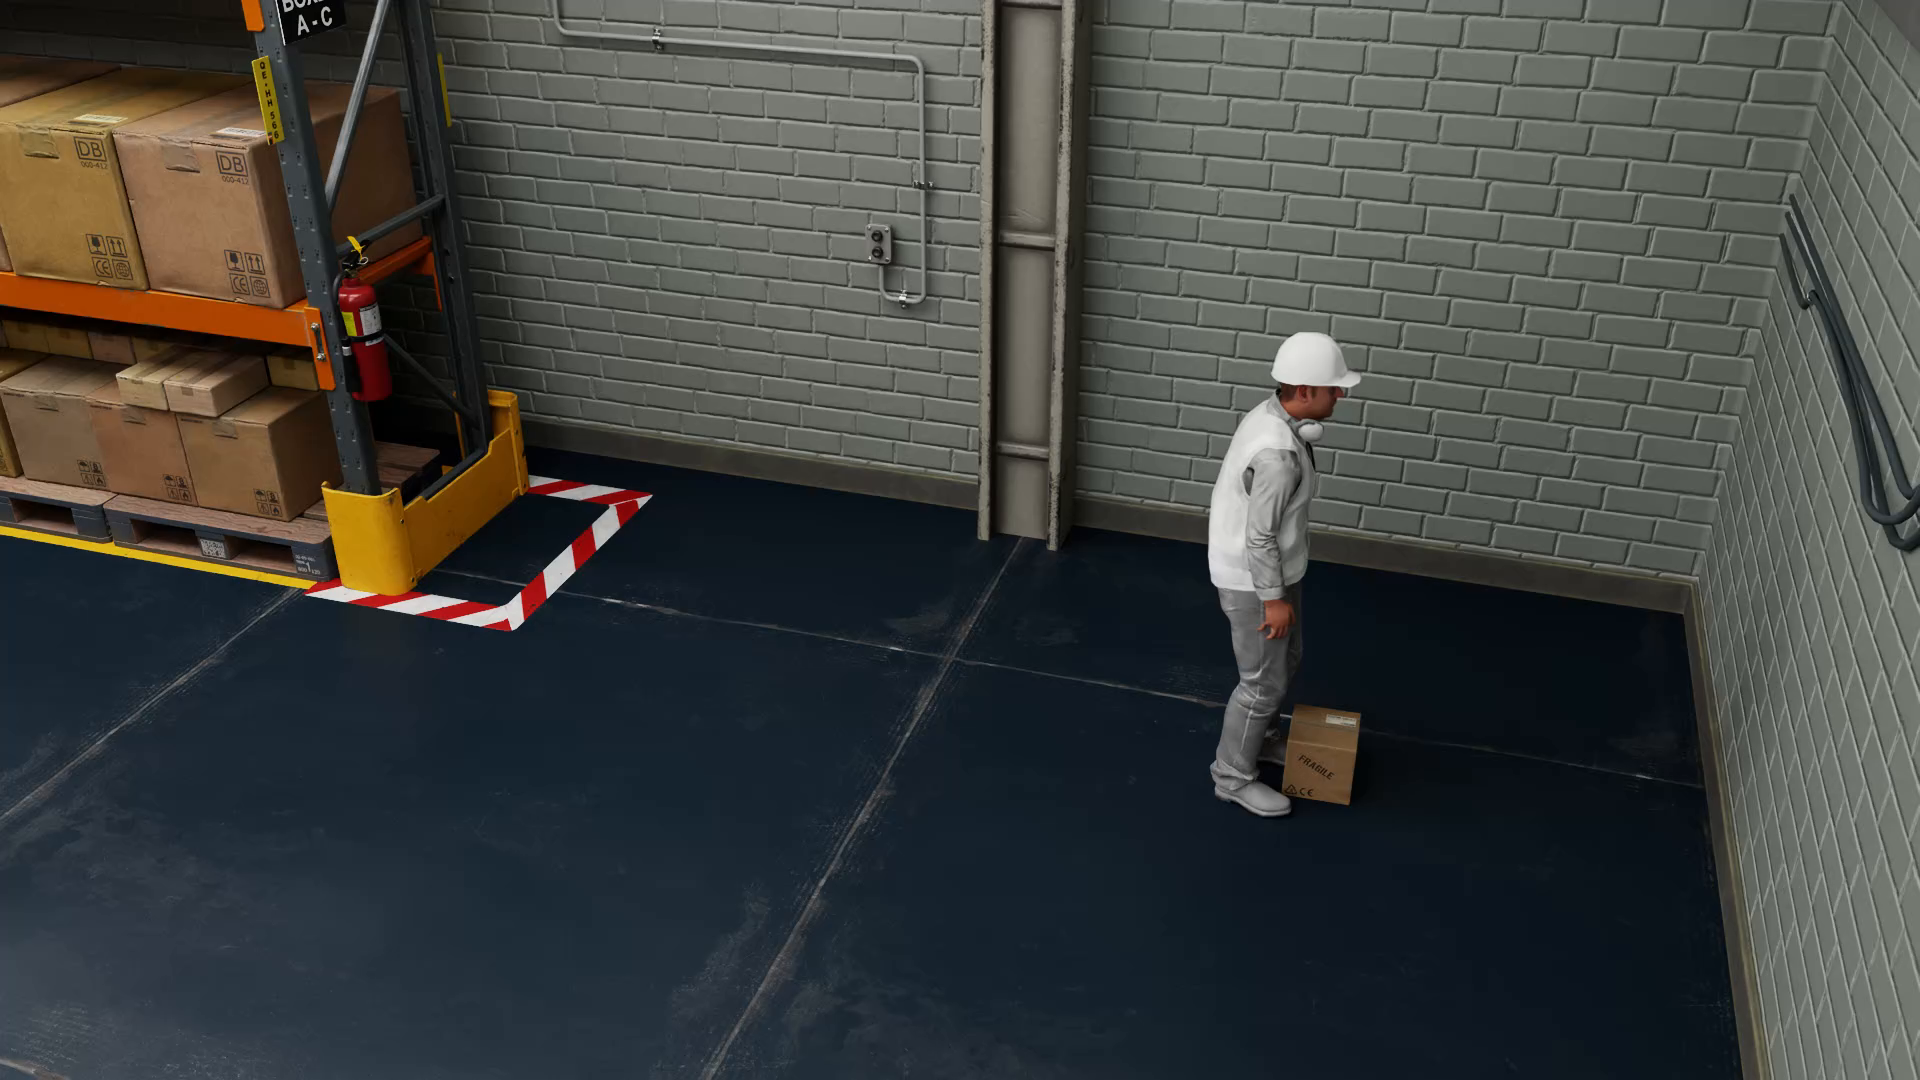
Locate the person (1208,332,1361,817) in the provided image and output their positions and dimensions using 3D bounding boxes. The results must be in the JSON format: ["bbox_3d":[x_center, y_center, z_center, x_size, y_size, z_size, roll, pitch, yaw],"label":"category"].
[{"bbox_3d":[1.110,0.098,5.920,0.465,1.772,0.590,7,30,13],"label":"person"}]
